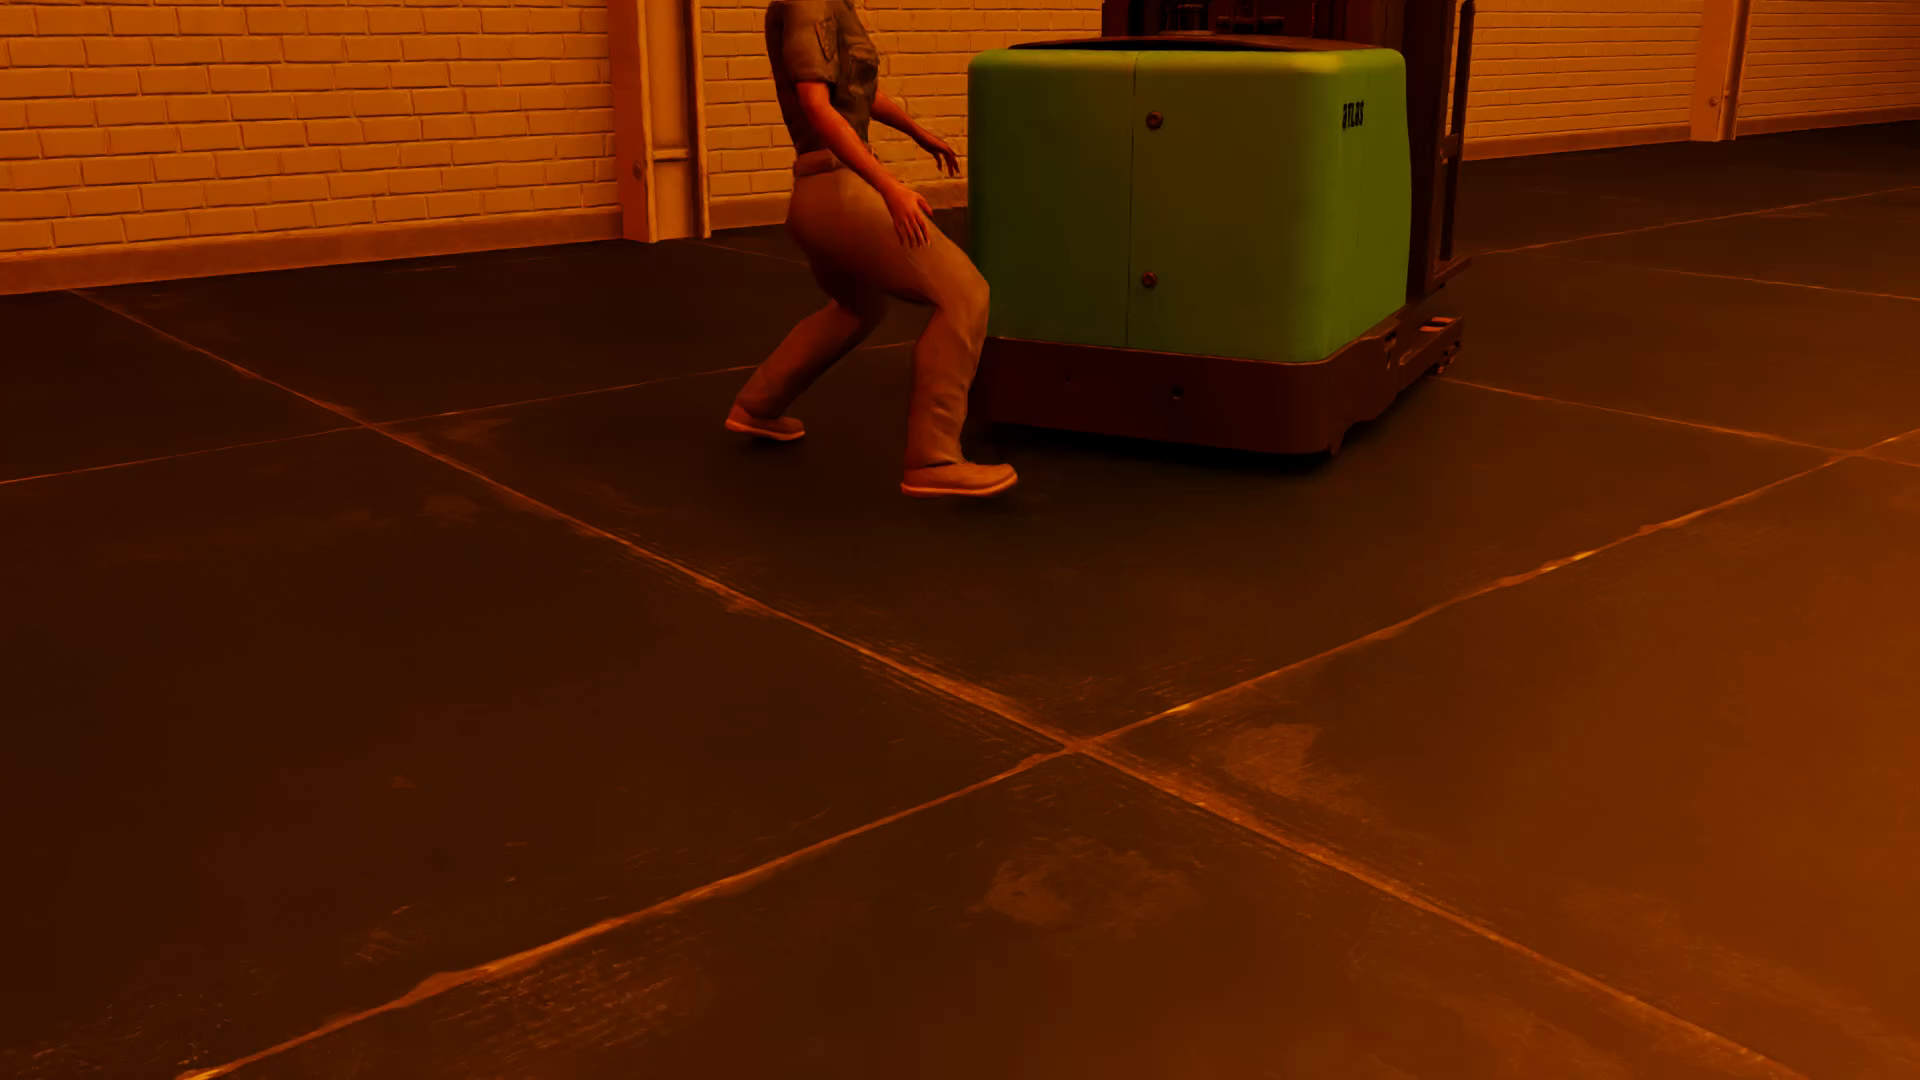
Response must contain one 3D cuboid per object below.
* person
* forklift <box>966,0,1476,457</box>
[{"bbox_3d":[-0.257,-0.898,4.217,0.784,1.490,0.906,0,17,-1],"label":"person"},{"bbox_3d":[1.114,-2.014,5.376,1.130,2.935,3.031,8,19,25],"label":"forklift"}]
